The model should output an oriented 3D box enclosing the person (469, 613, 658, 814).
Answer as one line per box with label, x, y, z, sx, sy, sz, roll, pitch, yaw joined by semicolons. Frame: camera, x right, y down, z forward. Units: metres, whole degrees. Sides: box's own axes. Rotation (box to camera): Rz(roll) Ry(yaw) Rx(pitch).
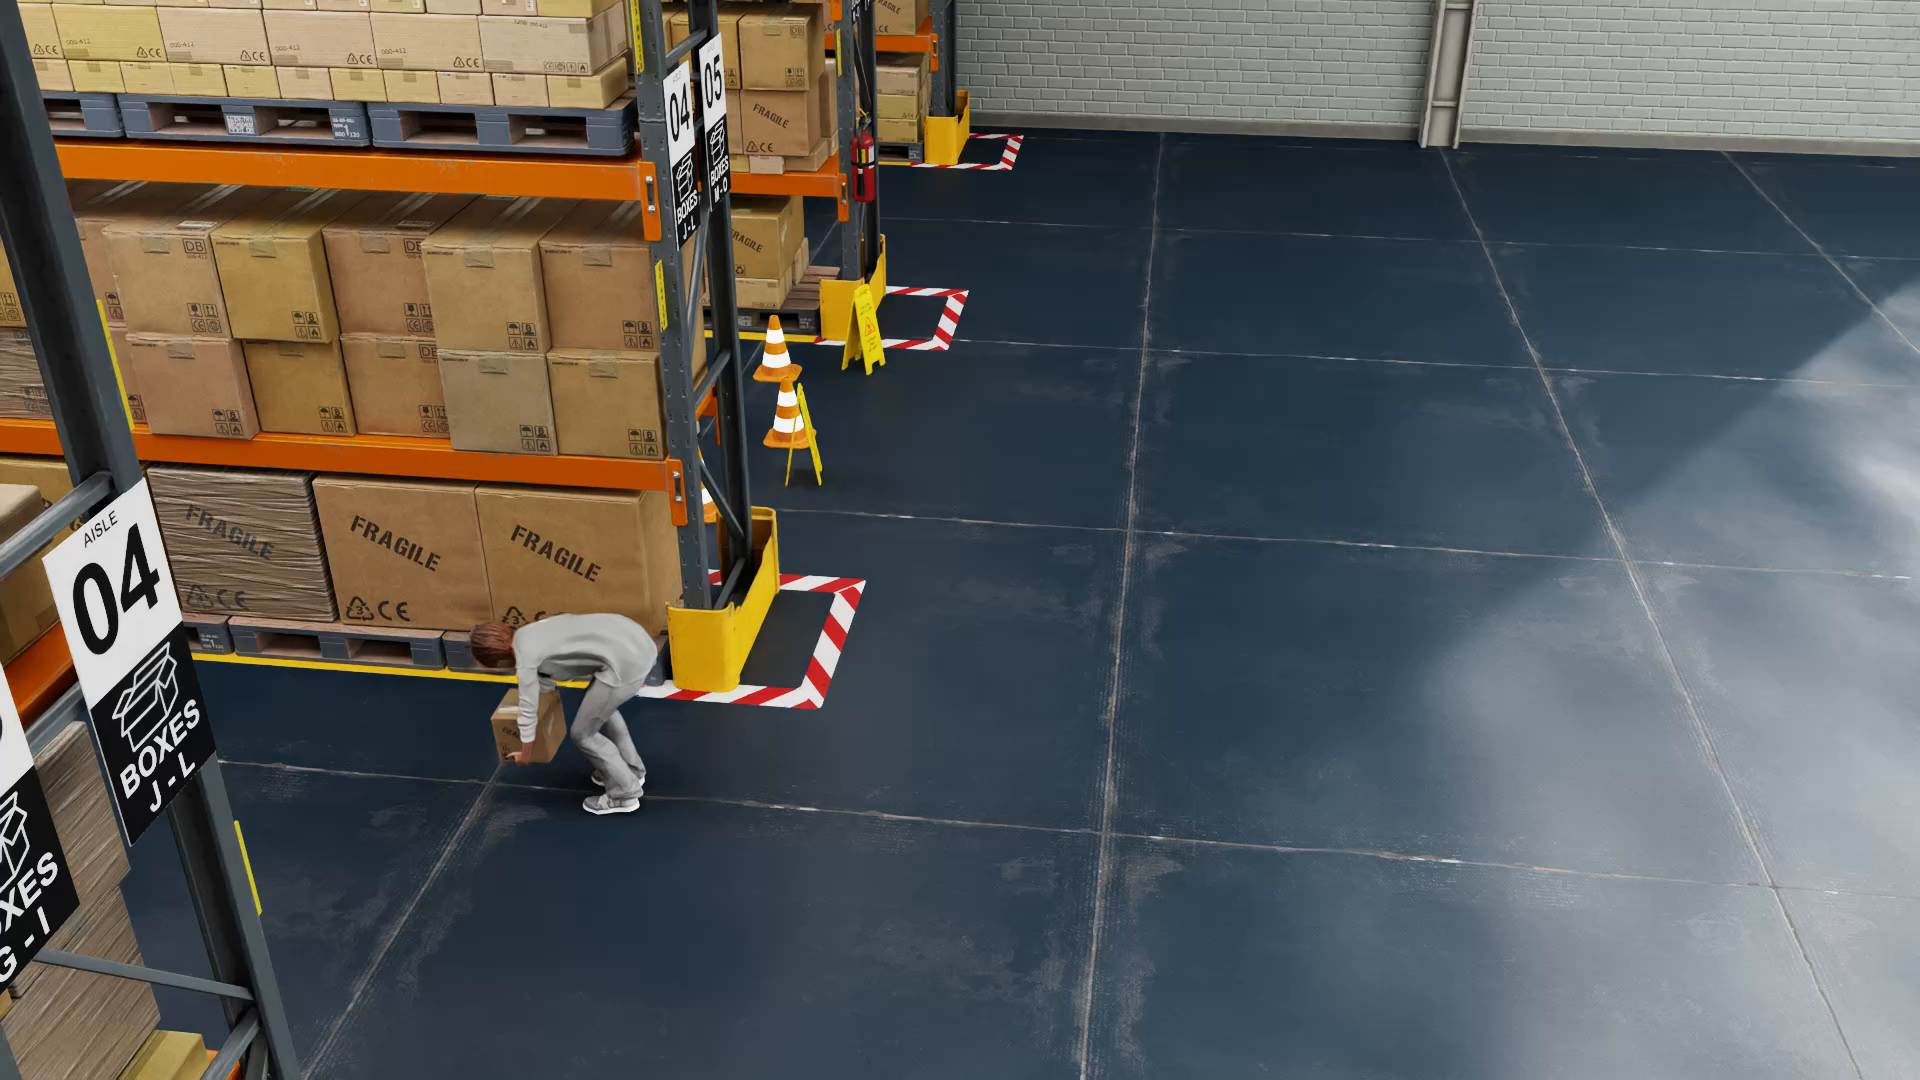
person;-1.835;0.794;7.819;0.871;0.990;0.395;2;29;4
